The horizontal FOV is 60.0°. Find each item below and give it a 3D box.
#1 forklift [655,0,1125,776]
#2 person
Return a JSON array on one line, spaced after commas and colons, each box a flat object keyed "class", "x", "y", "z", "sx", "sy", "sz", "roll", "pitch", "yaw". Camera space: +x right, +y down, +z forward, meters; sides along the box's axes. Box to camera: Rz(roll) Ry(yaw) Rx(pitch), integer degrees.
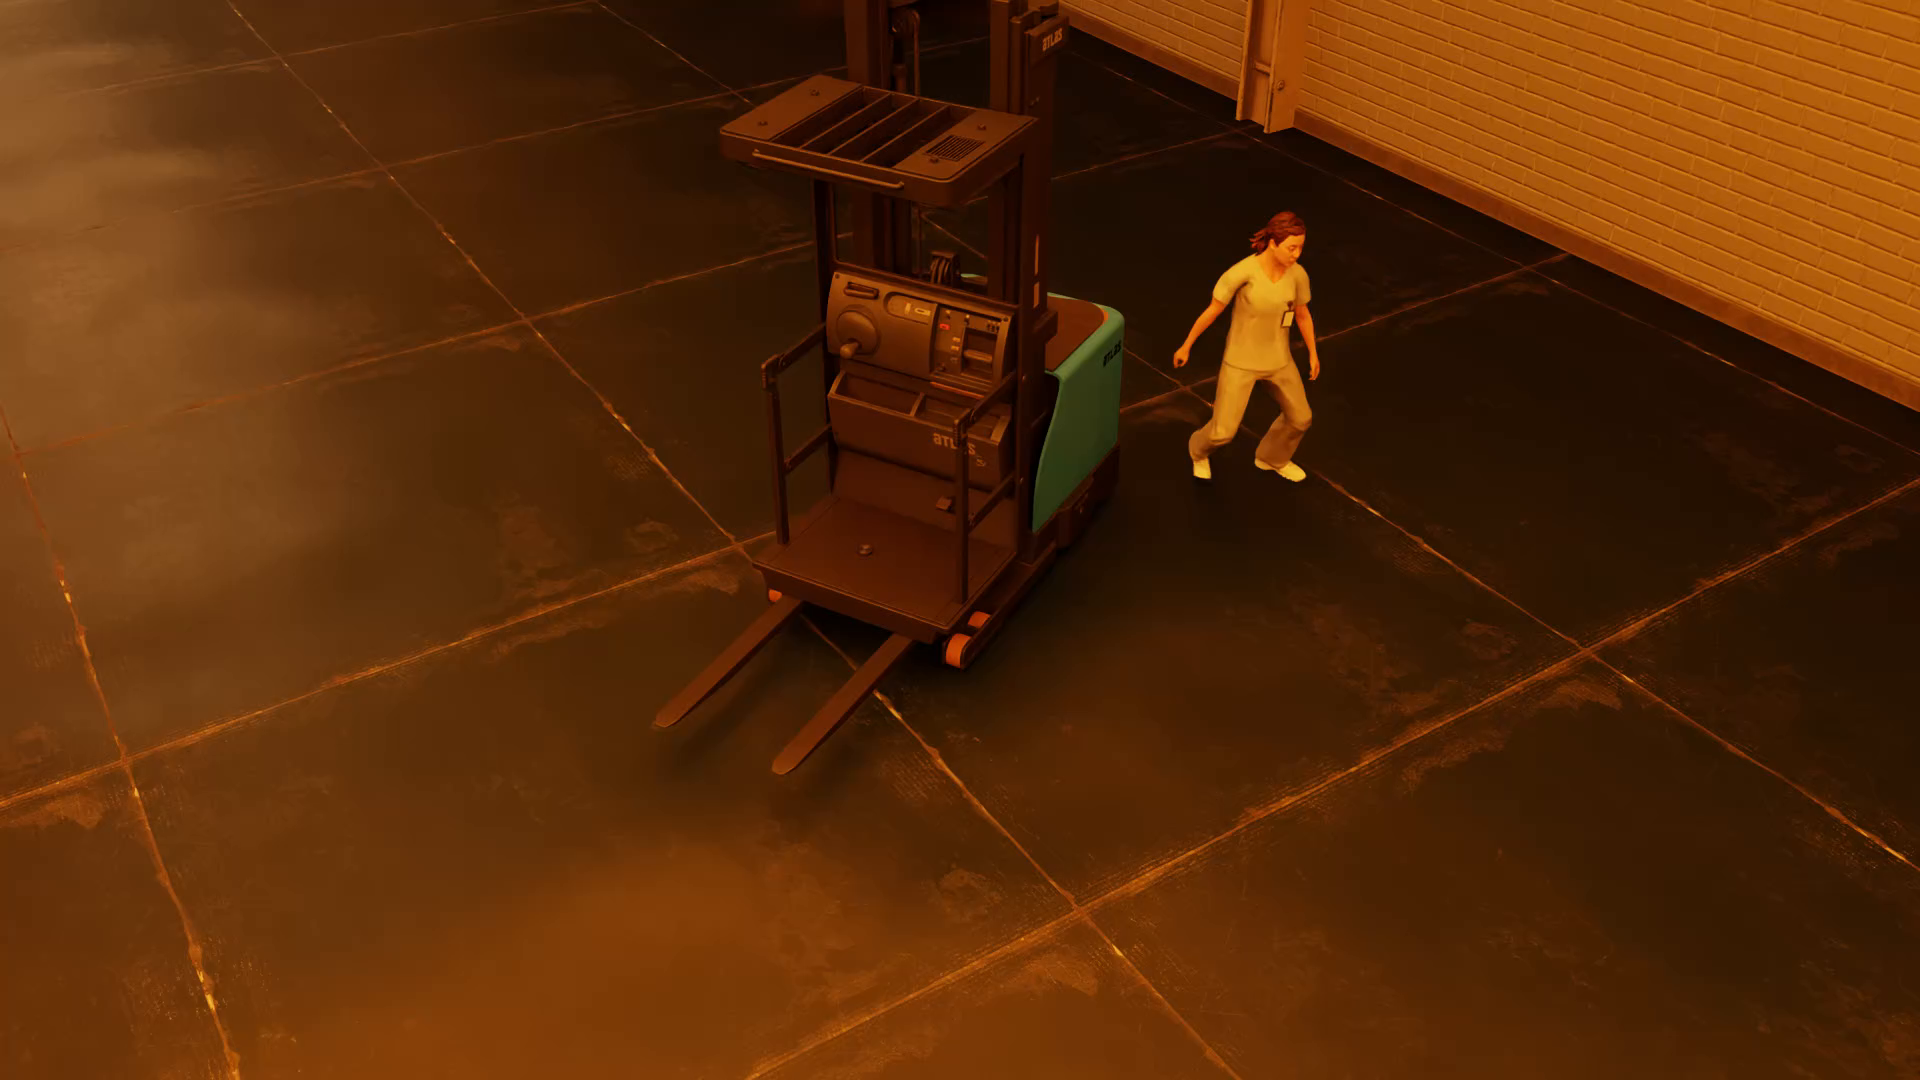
[{"class": "forklift", "x": -0.296, "y": -0.892, "z": 7.418, "sx": 1.130, "sy": 2.935, "sz": 3.031, "roll": 18, "pitch": 39, "yaw": 23}, {"class": "person", "x": 1.511, "y": -0.985, "z": 8.722, "sx": 0.781, "sy": 1.596, "sz": 0.484, "roll": -6, "pitch": 36, "yaw": -9}]
